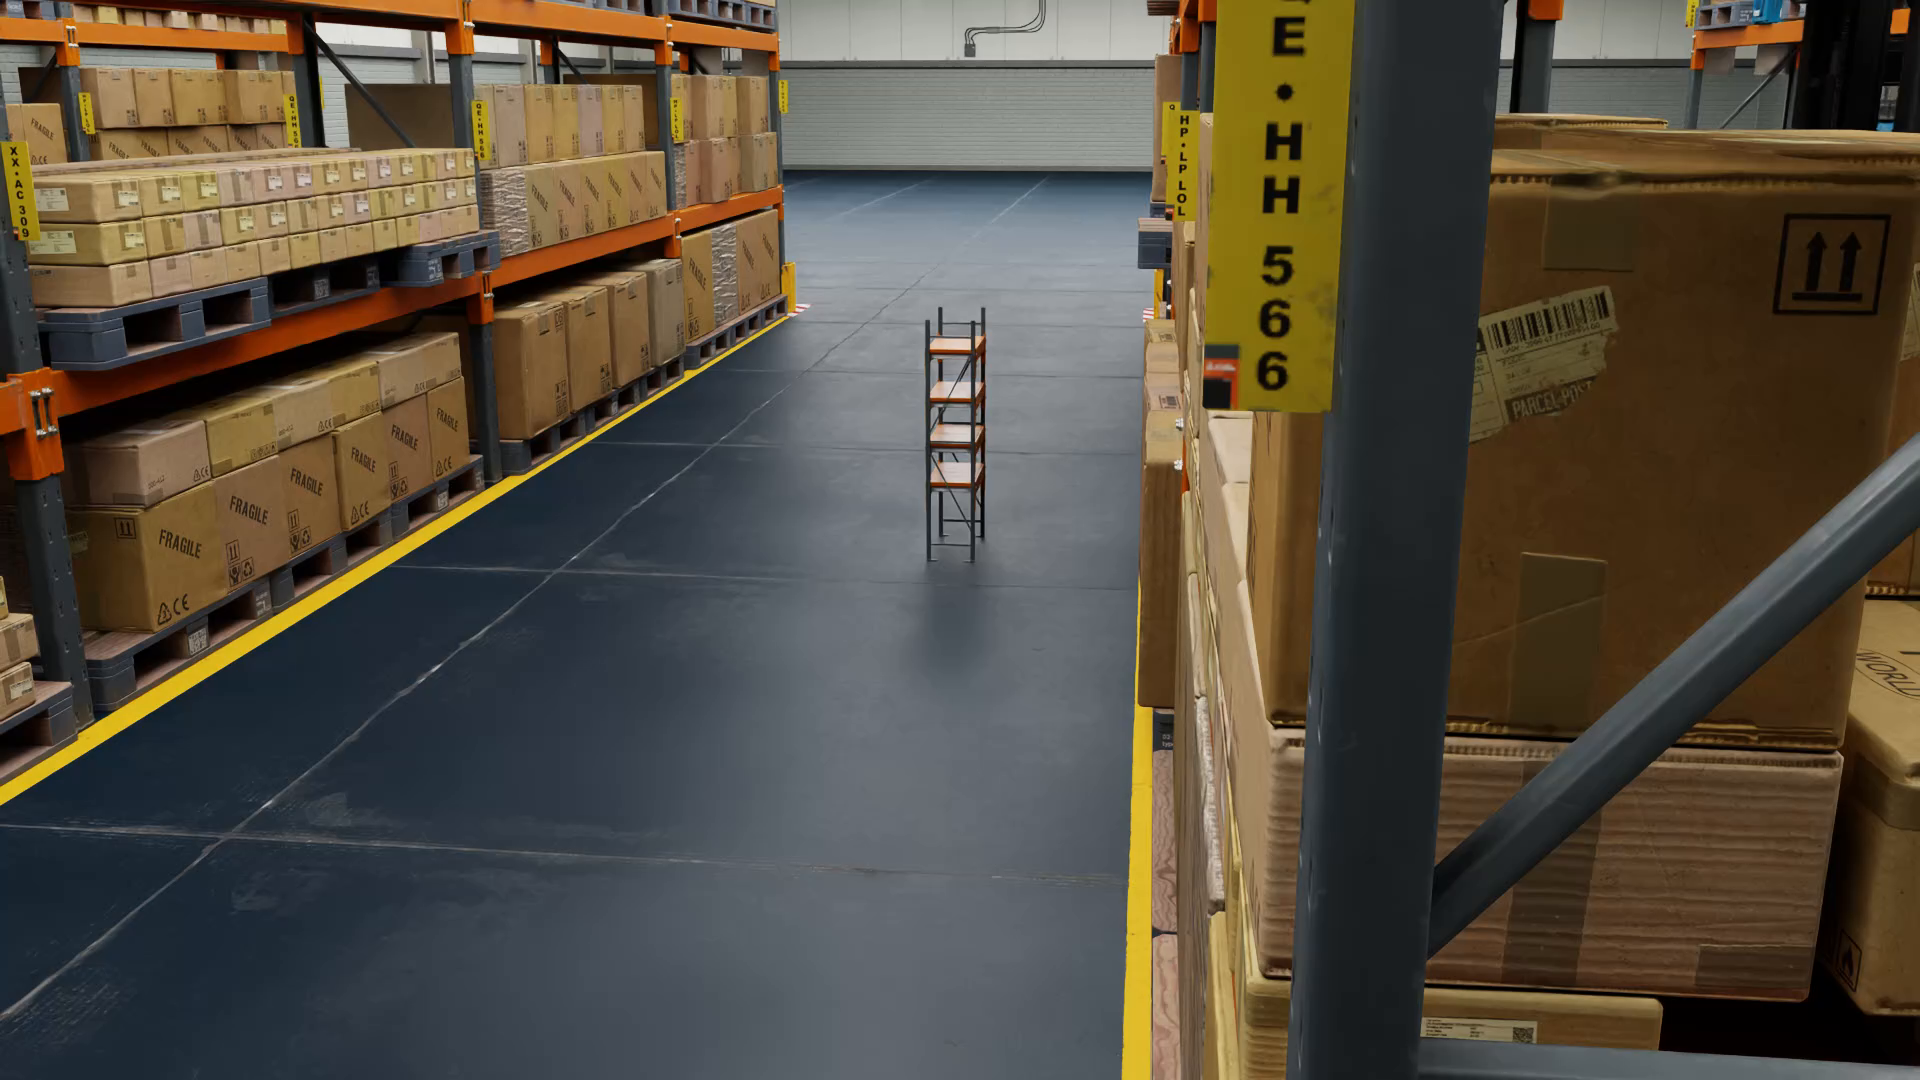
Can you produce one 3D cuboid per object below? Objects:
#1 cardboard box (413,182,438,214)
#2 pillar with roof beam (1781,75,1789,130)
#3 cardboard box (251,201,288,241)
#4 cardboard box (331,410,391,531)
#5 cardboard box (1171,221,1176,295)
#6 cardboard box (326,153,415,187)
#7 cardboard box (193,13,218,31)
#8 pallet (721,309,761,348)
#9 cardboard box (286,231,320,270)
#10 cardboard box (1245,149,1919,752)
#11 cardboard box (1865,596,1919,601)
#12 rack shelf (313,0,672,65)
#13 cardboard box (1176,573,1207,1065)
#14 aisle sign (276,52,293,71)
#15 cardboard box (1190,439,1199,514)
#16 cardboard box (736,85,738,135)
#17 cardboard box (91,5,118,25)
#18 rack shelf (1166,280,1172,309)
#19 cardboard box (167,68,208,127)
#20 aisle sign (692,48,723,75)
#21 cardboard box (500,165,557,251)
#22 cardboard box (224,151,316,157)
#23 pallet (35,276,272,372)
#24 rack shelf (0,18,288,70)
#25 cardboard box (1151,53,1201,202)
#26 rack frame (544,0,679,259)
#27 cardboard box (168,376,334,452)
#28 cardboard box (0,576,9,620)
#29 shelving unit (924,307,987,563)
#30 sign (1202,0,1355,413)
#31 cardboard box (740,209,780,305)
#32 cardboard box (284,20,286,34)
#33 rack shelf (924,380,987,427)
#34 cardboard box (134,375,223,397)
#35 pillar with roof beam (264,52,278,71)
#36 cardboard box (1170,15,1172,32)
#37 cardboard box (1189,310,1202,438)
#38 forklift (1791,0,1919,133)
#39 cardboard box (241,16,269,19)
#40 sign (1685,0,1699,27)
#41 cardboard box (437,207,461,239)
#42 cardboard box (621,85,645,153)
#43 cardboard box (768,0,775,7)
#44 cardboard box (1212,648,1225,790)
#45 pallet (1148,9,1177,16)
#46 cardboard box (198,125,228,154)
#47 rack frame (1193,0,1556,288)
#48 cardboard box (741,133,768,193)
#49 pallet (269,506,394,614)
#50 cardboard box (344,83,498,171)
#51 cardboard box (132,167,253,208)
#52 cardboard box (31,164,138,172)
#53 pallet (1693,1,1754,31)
[{"bbox_3d":[-2.908,-1.751,8.499,0.380,0.149,0.250,2,15,8],"label":"cardboard box"},{"bbox_3d":[17.223,-13.867,42.705,9.100,9.000,0.400,2,15,6],"label":"pillar with roof beam"},{"bbox_3d":[-3.086,-1.353,7.028,0.380,0.149,0.250,2,15,9],"label":"cardboard box"},{"bbox_3d":[-3.170,-0.351,8.198,0.500,0.500,0.500,1,15,4],"label":"cardboard box"},{"bbox_3d":[1.286,-1.430,8.011,0.500,0.500,0.500,1,15,5],"label":"cardboard box"},{"bbox_3d":[-2.936,-1.831,8.225,0.380,0.149,0.250,2,15,8],"label":"cardboard box"},{"bbox_3d":[-7.168,-4.826,15.499,0.380,0.149,0.250,2,15,6],"label":"cardboard box"},{"bbox_3d":[-2.499,-2.009,15.688,1.003,0.211,1.213,2,15,6],"label":"pallet"},{"bbox_3d":[-3.057,-1.277,7.315,0.380,0.149,0.250,1,15,5],"label":"cardboard box"},{"bbox_3d":[0.559,-0.126,1.661,0.500,0.500,0.500,2,15,7],"label":"cardboard box"},{"bbox_3d":[1.139,0.119,2.193,0.500,0.250,0.500,2,15,6],"label":"cardboard box"},{"bbox_3d":[-3.024,-3.425,11.213,1.077,0.370,4.000,2,15,6],"label":"rack shelf"},{"bbox_3d":[0.961,0.629,3.854,0.875,0.875,0.875,2,15,6],"label":"cardboard box"},{"bbox_3d":[-6.981,-5.262,17.397,0.394,0.787,0.004,2,15,6],"label":"aisle sign"},{"bbox_3d":[0.737,-0.136,3.902,0.380,0.149,0.250,1,15,5],"label":"cardboard box"},{"bbox_3d":[-2.596,-4.092,15.694,0.875,0.550,0.550,2,15,6],"label":"cardboard box"},{"bbox_3d":[-7.361,-4.429,14.030,0.380,0.149,0.250,2,15,6],"label":"cardboard box"},{"bbox_3d":[1.893,-1.805,10.968,1.077,0.370,4.000,2,15,6],"label":"rack shelf"},{"bbox_3d":[-7.300,-4.006,15.054,0.700,0.500,0.500,1,15,5],"label":"cardboard box"},{"bbox_3d":[-2.637,-5.163,17.027,0.394,0.787,0.004,2,15,6],"label":"aisle sign"},{"bbox_3d":[-2.876,-2.094,10.469,0.500,0.500,0.500,2,15,6],"label":"cardboard box"},{"bbox_3d":[-3.554,-1.927,8.578,0.380,0.149,0.250,2,15,6],"label":"cardboard box"},{"bbox_3d":[-3.470,-0.869,6.498,1.003,0.211,1.213,2,15,6],"label":"pallet"},{"bbox_3d":[-7.502,-4.582,15.492,1.077,0.370,4.000,2,15,6],"label":"rack shelf"},{"bbox_3d":[1.890,-2.961,11.912,1.000,1.000,1.000,2,15,7],"label":"cardboard box"},{"bbox_3d":[-2.798,-2.843,13.429,1.000,3.000,0.127,2,15,6],"label":"rack frame"},{"bbox_3d":[-3.235,-0.580,7.609,0.500,0.250,0.500,2,15,8],"label":"cardboard box"},{"bbox_3d":[-3.482,0.218,5.626,0.380,0.149,0.250,2,15,8],"label":"cardboard box"},{"bbox_3d":[-0.019,-0.536,8.347,0.258,1.200,0.503,2,15,6],"label":"shelving unit"},{"bbox_3d":[0.227,-0.251,1.173,0.100,0.325,0.005,2,15,6],"label":"sign"},{"bbox_3d":[-2.358,-2.880,16.831,0.875,0.875,0.875,2,15,7],"label":"cardboard box"},{"bbox_3d":[-7.039,-5.226,16.977,0.380,0.149,0.250,2,15,7],"label":"cardboard box"},{"bbox_3d":[-0.019,-0.687,8.306,0.258,0.148,0.480,2,15,6],"label":"rack shelf"},{"bbox_3d":[-3.751,-0.597,7.672,0.500,0.250,0.500,1,15,4],"label":"cardboard box"},{"bbox_3d":[-7.551,-9.873,27.934,9.100,9.000,0.400,2,15,6],"label":"pillar with roof beam"},{"bbox_3d":[2.259,-4.966,15.823,0.500,0.250,0.500,2,15,8],"label":"cardboard box"},{"bbox_3d":[0.842,-0.424,4.201,0.500,0.250,0.500,2,15,6],"label":"cardboard box"},{"bbox_3d":[4.774,-1.315,7.912,3.031,2.935,1.130,-2,15,-8],"label":"forklift"},{"bbox_3d":[-7.138,-5.248,16.296,0.500,0.250,0.500,1,15,5],"label":"cardboard box"},{"bbox_3d":[6.945,-5.032,15.761,0.100,0.325,0.005,2,15,6],"label":"sign"},{"bbox_3d":[-2.878,-1.681,8.809,0.380,0.149,0.250,2,15,6],"label":"cardboard box"},{"bbox_3d":[-2.848,-3.245,12.809,0.700,0.500,0.500,1,15,5],"label":"cardboard box"},{"bbox_3d":[-2.047,-5.362,16.484,0.380,0.149,0.250,2,15,6],"label":"cardboard box"},{"bbox_3d":[0.564,0.263,2.423,0.380,0.149,0.250,2,15,7],"label":"cardboard box"},{"bbox_3d":[1.943,-3.871,11.845,1.213,0.211,1.003,2,15,6],"label":"pallet"},{"bbox_3d":[-7.261,-3.653,15.662,0.500,0.500,0.500,2,15,7],"label":"cardboard box"},{"bbox_3d":[1.216,-0.596,5.119,1.000,3.000,0.127,2,15,6],"label":"rack frame"},{"bbox_3d":[-2.384,-3.712,16.356,0.875,0.550,0.550,2,15,6],"label":"cardboard box"},{"bbox_3d":[-3.479,0.059,8.040,1.003,0.211,1.213,2,15,6],"label":"pallet"},{"bbox_3d":[-3.189,-2.453,9.879,0.700,0.500,0.500,2,15,6],"label":"cardboard box"},{"bbox_3d":[-3.112,-1.429,6.737,0.380,0.149,0.250,1,15,6],"label":"cardboard box"},{"bbox_3d":[-3.728,-1.515,7.055,0.380,0.149,0.250,1,15,4],"label":"cardboard box"},{"bbox_3d":[7.301,-4.707,14.940,1.003,0.211,1.213,2,15,6],"label":"pallet"}]
